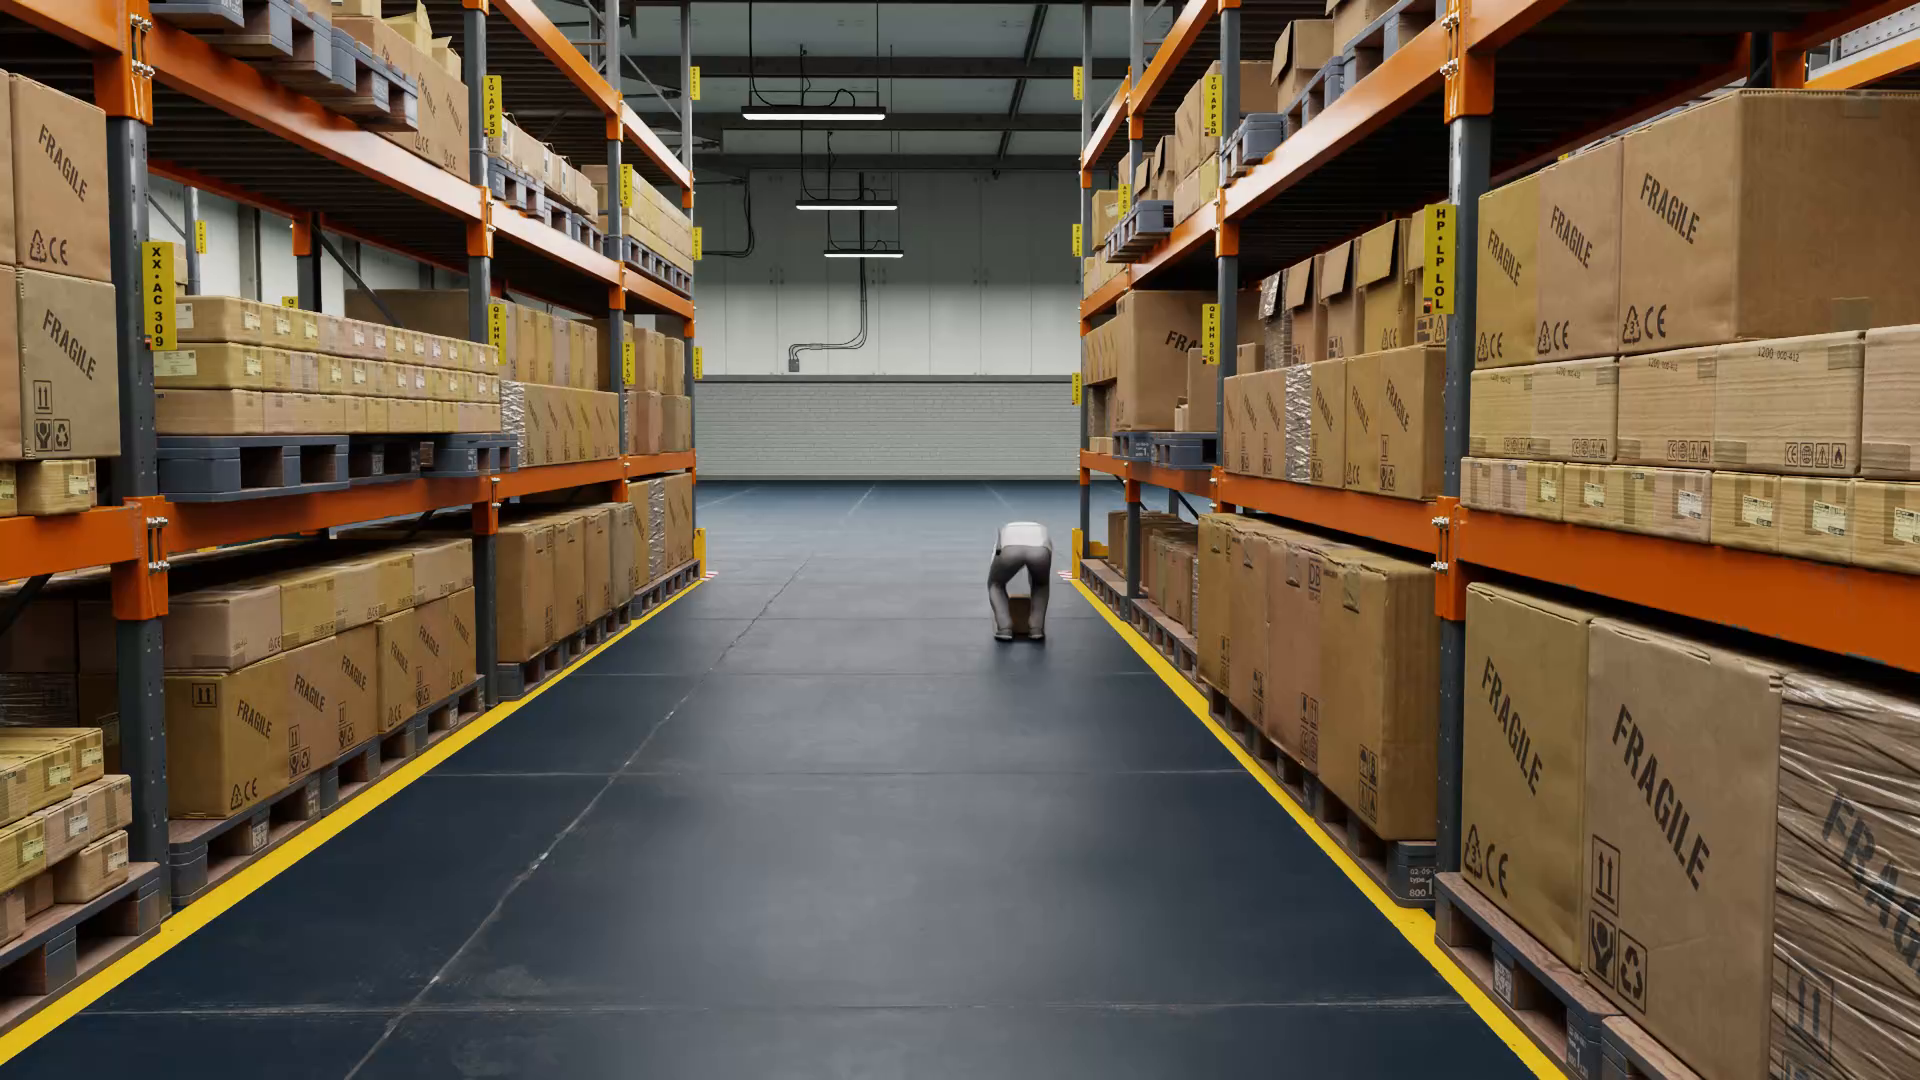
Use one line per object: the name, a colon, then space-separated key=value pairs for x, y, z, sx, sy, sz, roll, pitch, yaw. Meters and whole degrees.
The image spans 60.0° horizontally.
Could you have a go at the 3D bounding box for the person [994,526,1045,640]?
person: x=0.429 y=0.298 z=12.284 sx=0.402 sy=0.835 sz=0.793 roll=0 pitch=4 yaw=-4
